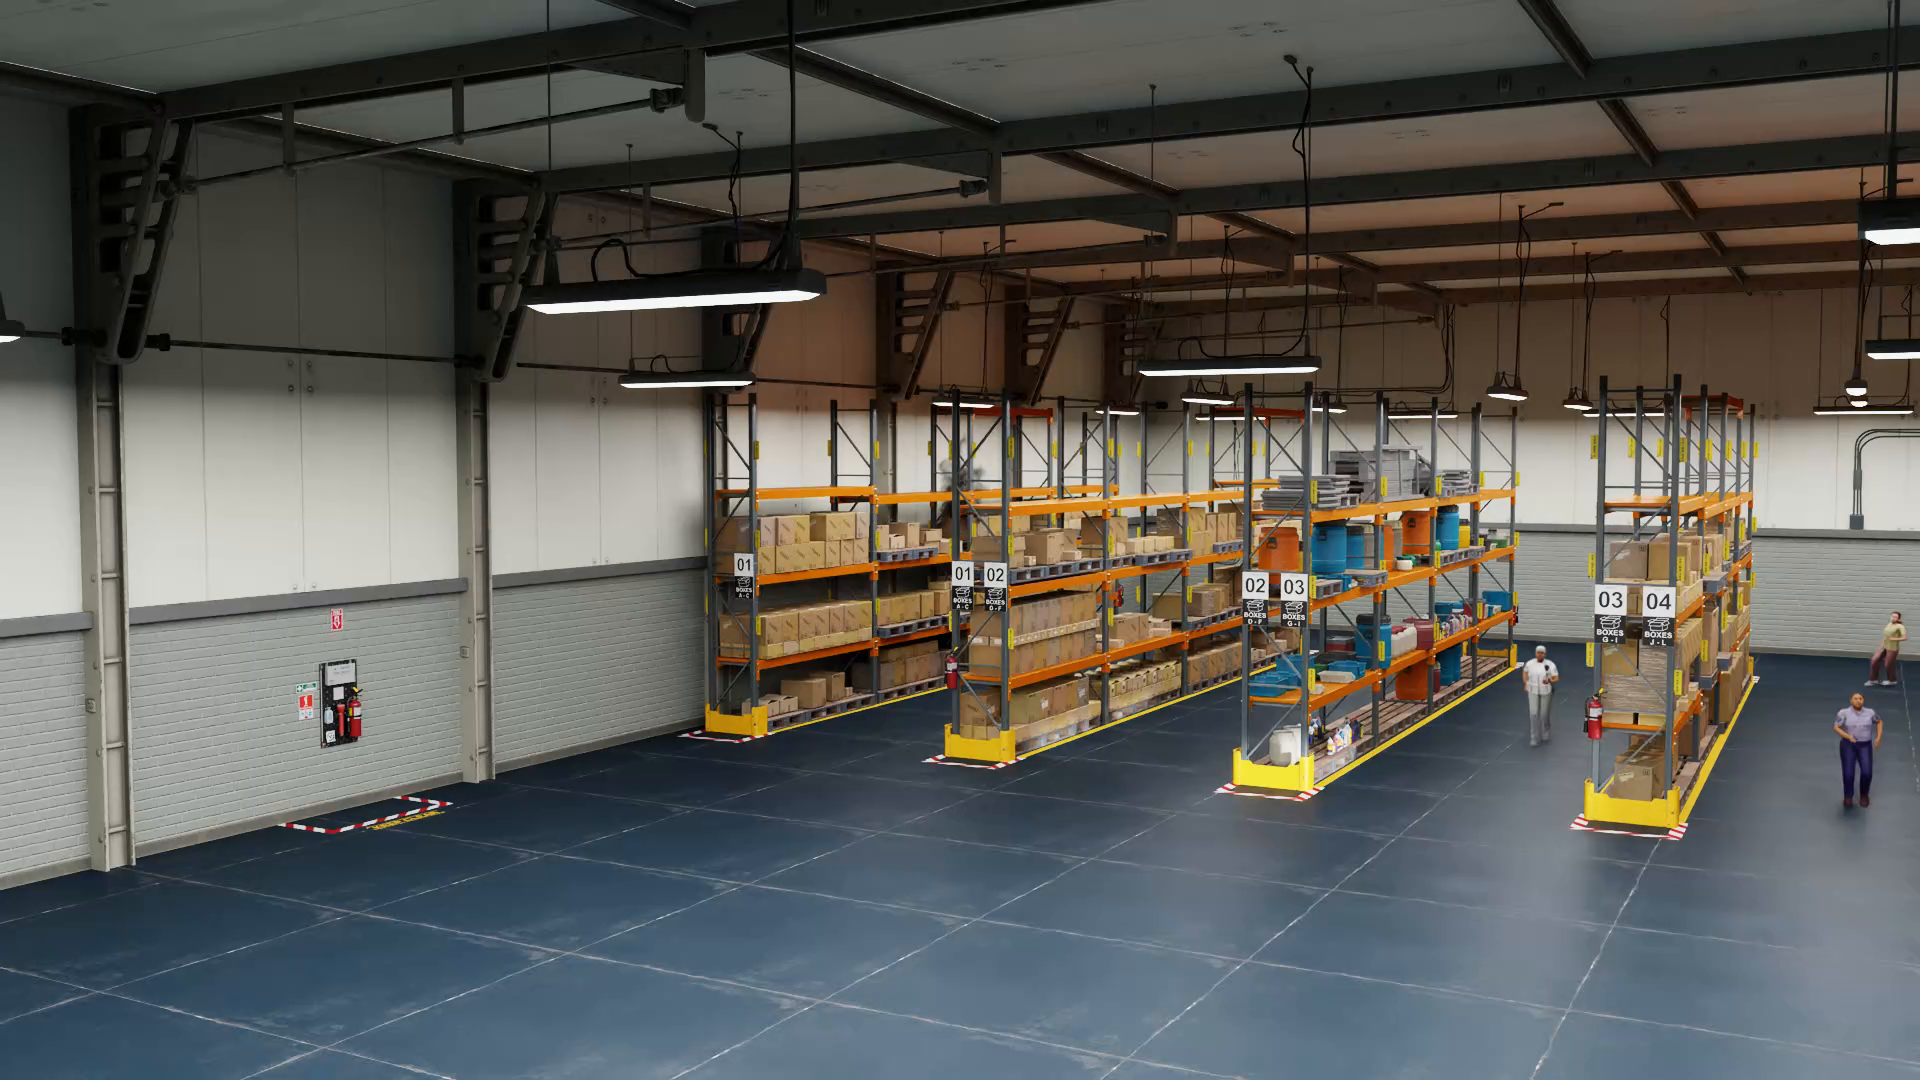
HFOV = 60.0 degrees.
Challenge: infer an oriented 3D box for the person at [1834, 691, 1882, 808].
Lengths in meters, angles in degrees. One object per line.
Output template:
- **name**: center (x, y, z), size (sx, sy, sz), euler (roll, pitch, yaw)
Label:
- **person**: center (12.579, 2.946, 23.281), size (0.629, 1.628, 0.640), euler (1, 3, 21)

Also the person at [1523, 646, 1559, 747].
- **person**: center (9.904, 2.638, 28.387), size (0.602, 1.689, 0.813), euler (1, 3, 25)

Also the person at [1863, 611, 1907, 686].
- **person**: center (19.623, 2.310, 35.064), size (0.711, 1.652, 0.722), euler (-1, 3, -17)
